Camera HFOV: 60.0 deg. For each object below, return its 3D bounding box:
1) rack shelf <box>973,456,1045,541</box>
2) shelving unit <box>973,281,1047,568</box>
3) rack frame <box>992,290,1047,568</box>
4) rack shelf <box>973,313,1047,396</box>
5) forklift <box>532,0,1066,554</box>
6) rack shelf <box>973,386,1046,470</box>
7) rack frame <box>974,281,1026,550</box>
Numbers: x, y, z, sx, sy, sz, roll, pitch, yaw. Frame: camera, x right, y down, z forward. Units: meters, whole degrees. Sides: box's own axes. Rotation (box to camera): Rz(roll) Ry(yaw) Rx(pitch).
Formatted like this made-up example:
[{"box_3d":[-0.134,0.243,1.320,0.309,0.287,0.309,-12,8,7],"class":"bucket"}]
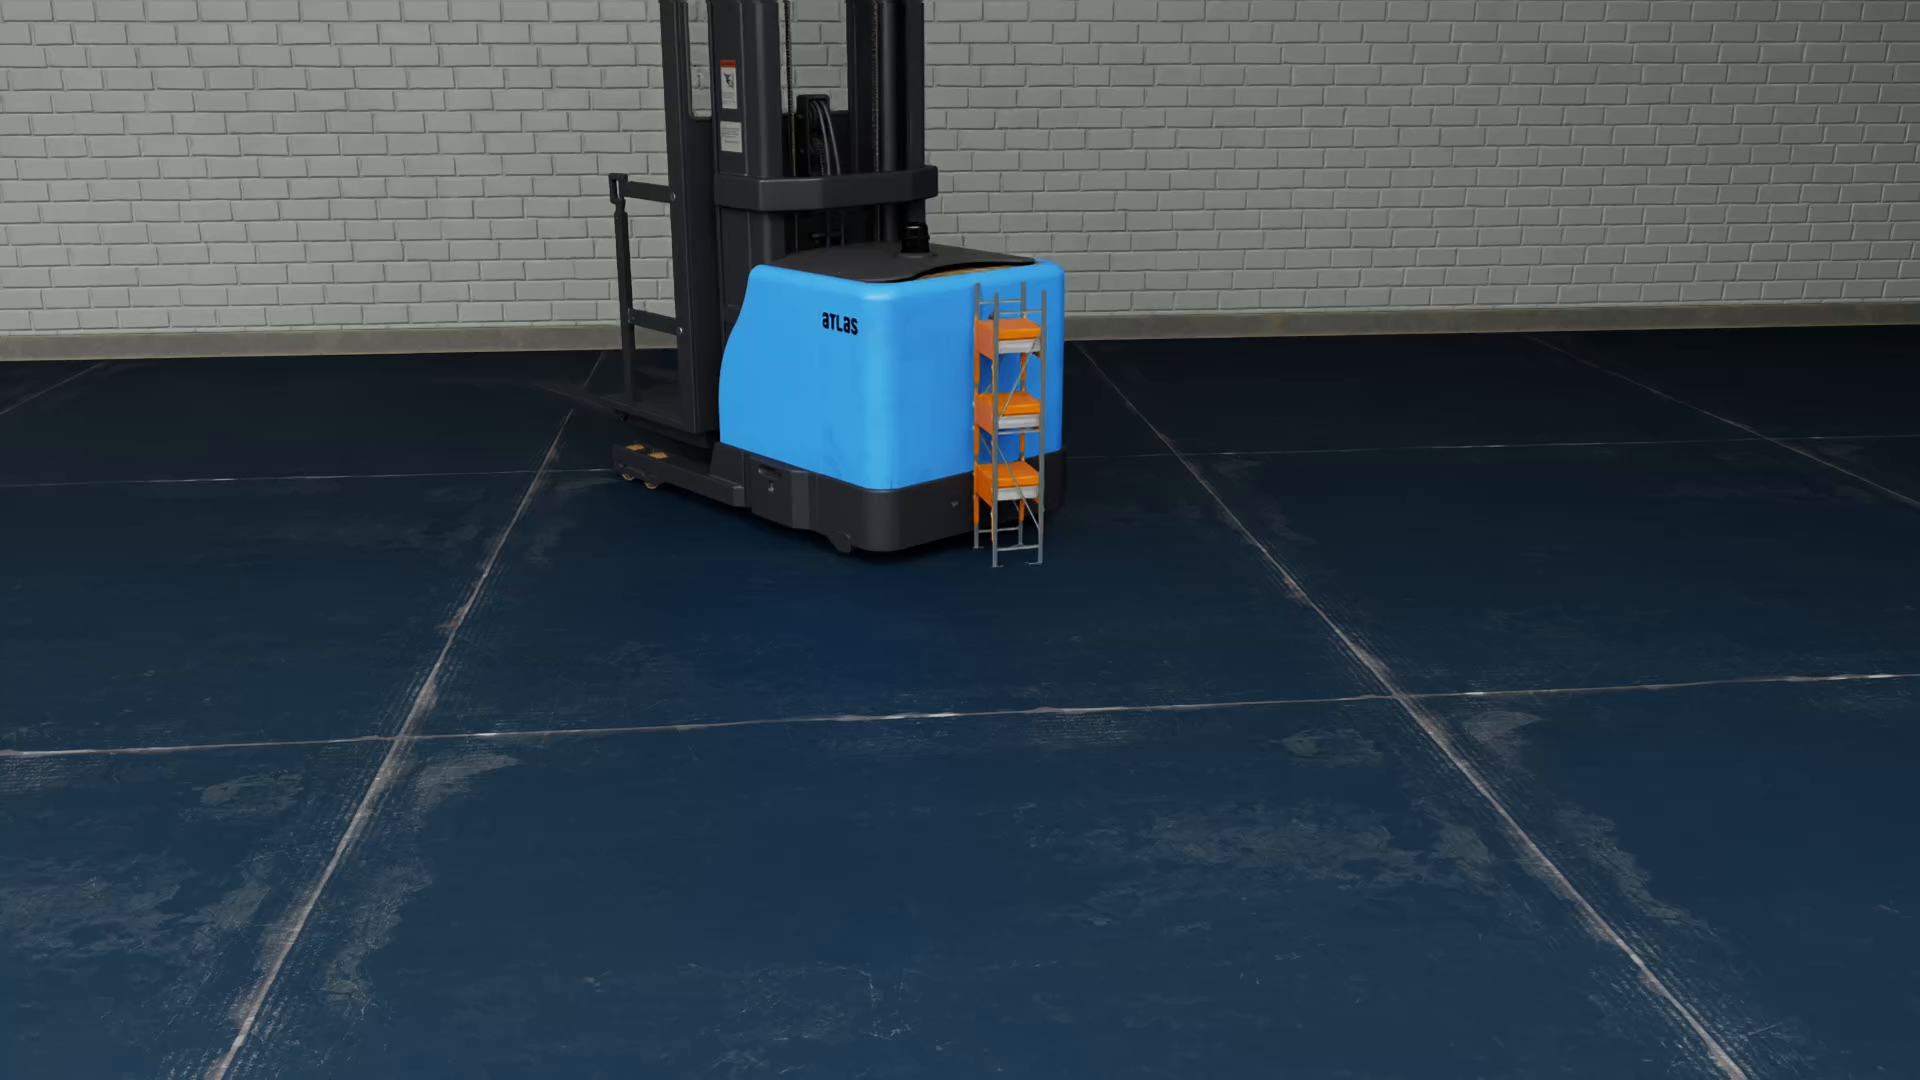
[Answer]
[{"box_3d":[0.186,-0.162,6.402,0.215,0.259,0.240,-5,18,-15],"class":"rack shelf"},{"box_3d":[0.186,-0.437,6.316,0.215,1.050,0.252,-5,18,-15],"class":"shelving unit"},{"box_3d":[0.220,-0.402,6.204,0.200,1.050,0.008,-5,18,-15],"class":"rack frame"},{"box_3d":[0.186,-0.698,6.234,0.215,0.259,0.240,-5,18,-15],"class":"rack shelf"},{"box_3d":[-0.923,-1.713,7.239,1.130,2.935,3.031,-15,23,-40],"class":"forklift"},{"box_3d":[0.186,-0.427,6.319,0.215,0.259,0.240,-5,18,-15],"class":"rack shelf"},{"box_3d":[0.152,-0.472,6.428,0.200,1.050,0.008,-5,18,-15],"class":"rack frame"}]
